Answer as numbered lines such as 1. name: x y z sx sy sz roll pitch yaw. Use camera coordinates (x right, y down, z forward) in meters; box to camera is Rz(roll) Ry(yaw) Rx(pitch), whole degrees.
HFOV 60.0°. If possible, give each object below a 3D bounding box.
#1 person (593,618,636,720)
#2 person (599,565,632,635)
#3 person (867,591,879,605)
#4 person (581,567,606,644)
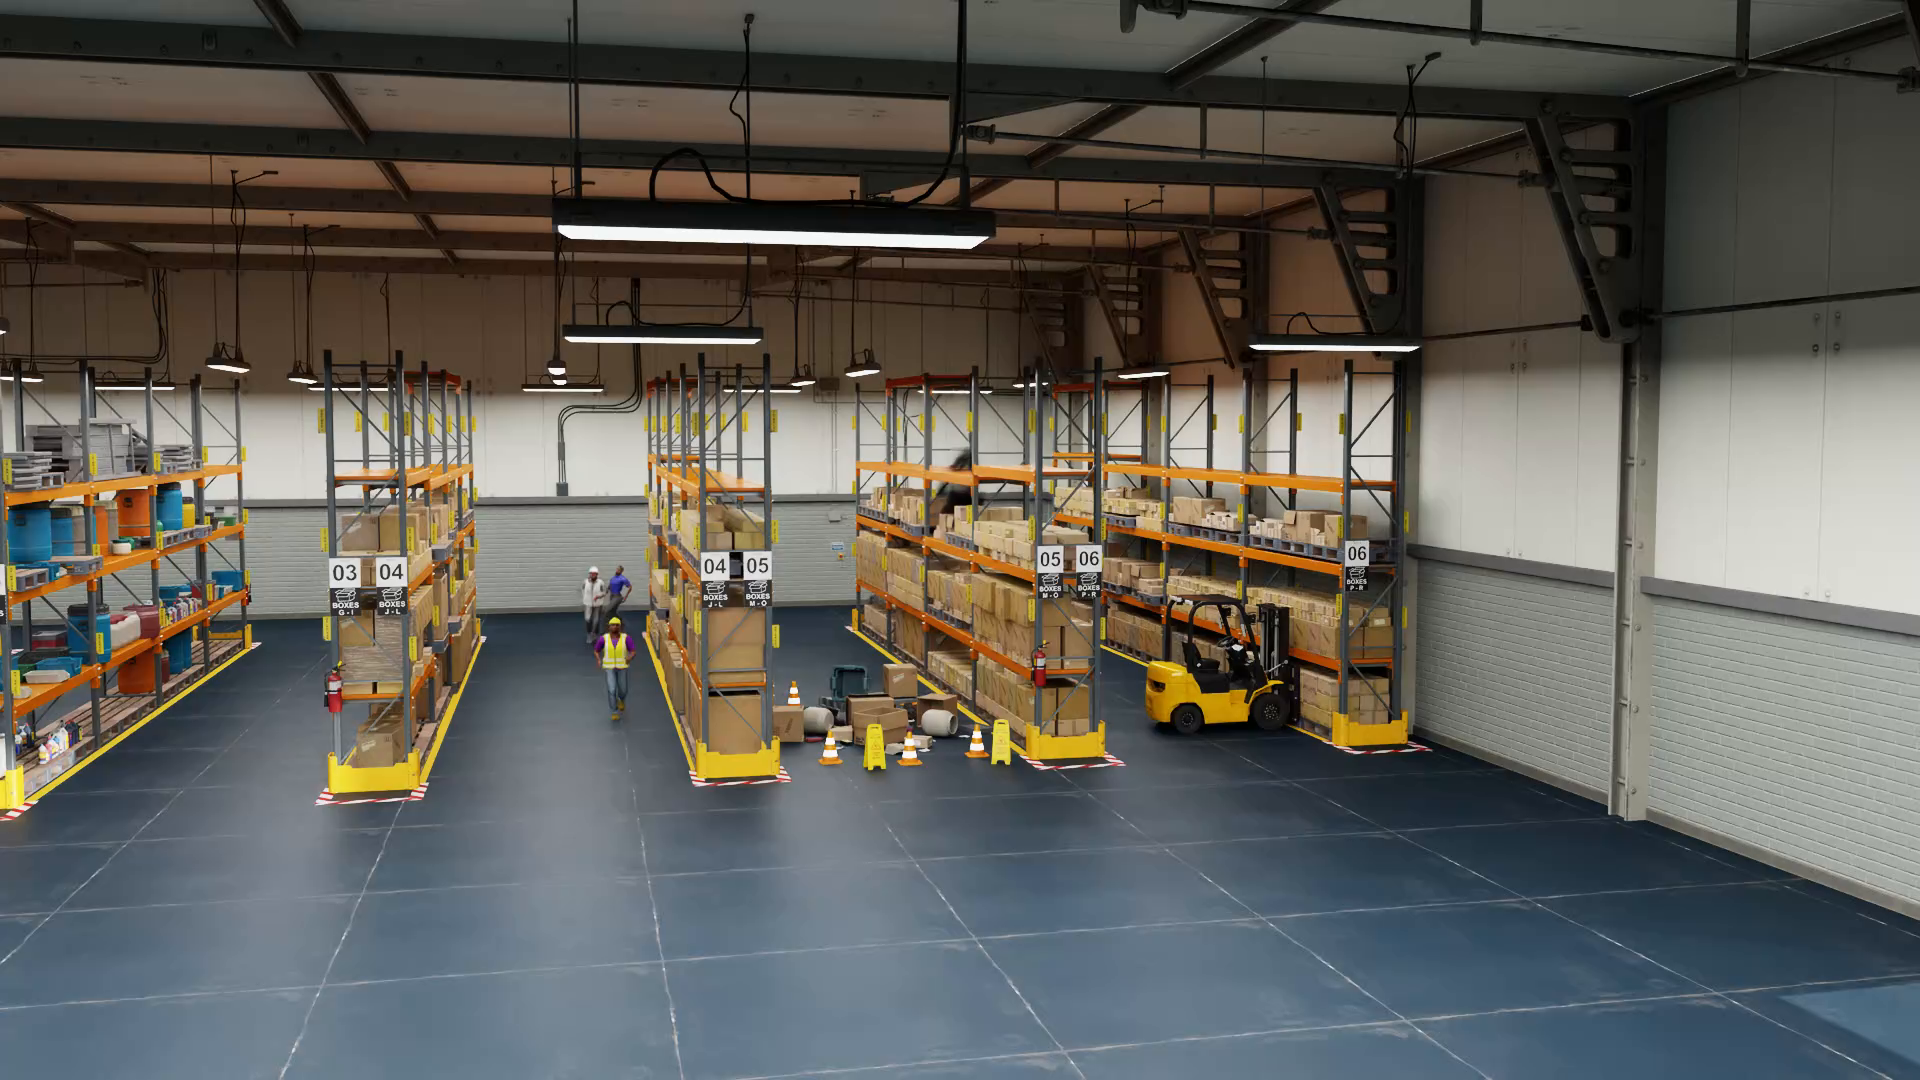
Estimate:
1. person: -5.865 2.175 28.268 0.707 1.725 0.741 -1 4 -13
2. person: -8.259 1.477 39.708 0.787 1.572 0.617 -3 5 -40
3. person: -2.107 1.358 41.777 0.733 1.529 0.610 0 4 3
4. person: -8.372 1.494 38.008 0.573 1.784 0.823 -1 4 -9
